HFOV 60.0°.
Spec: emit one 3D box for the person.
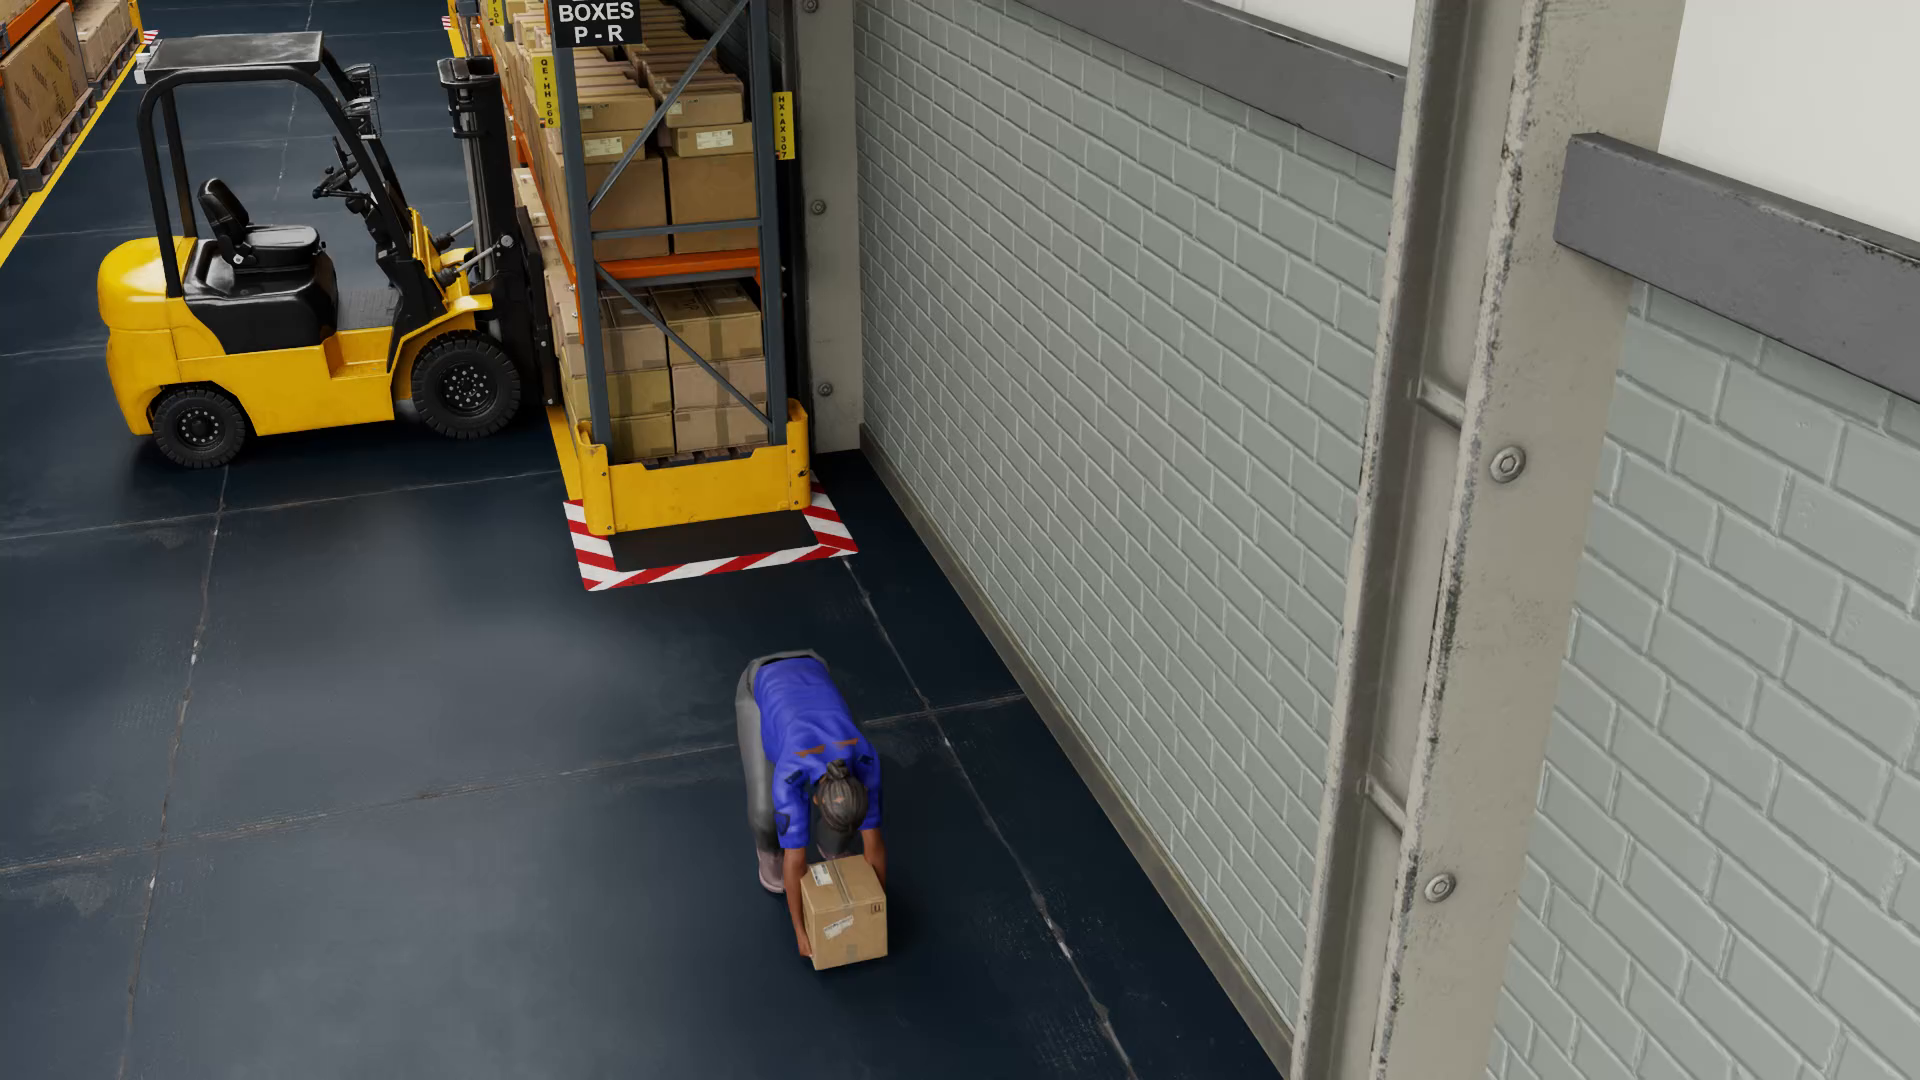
[{"bbox_3d":[-0.505,0.885,5.768,0.454,0.836,0.866,-10,28,-18],"label":"person"}]
